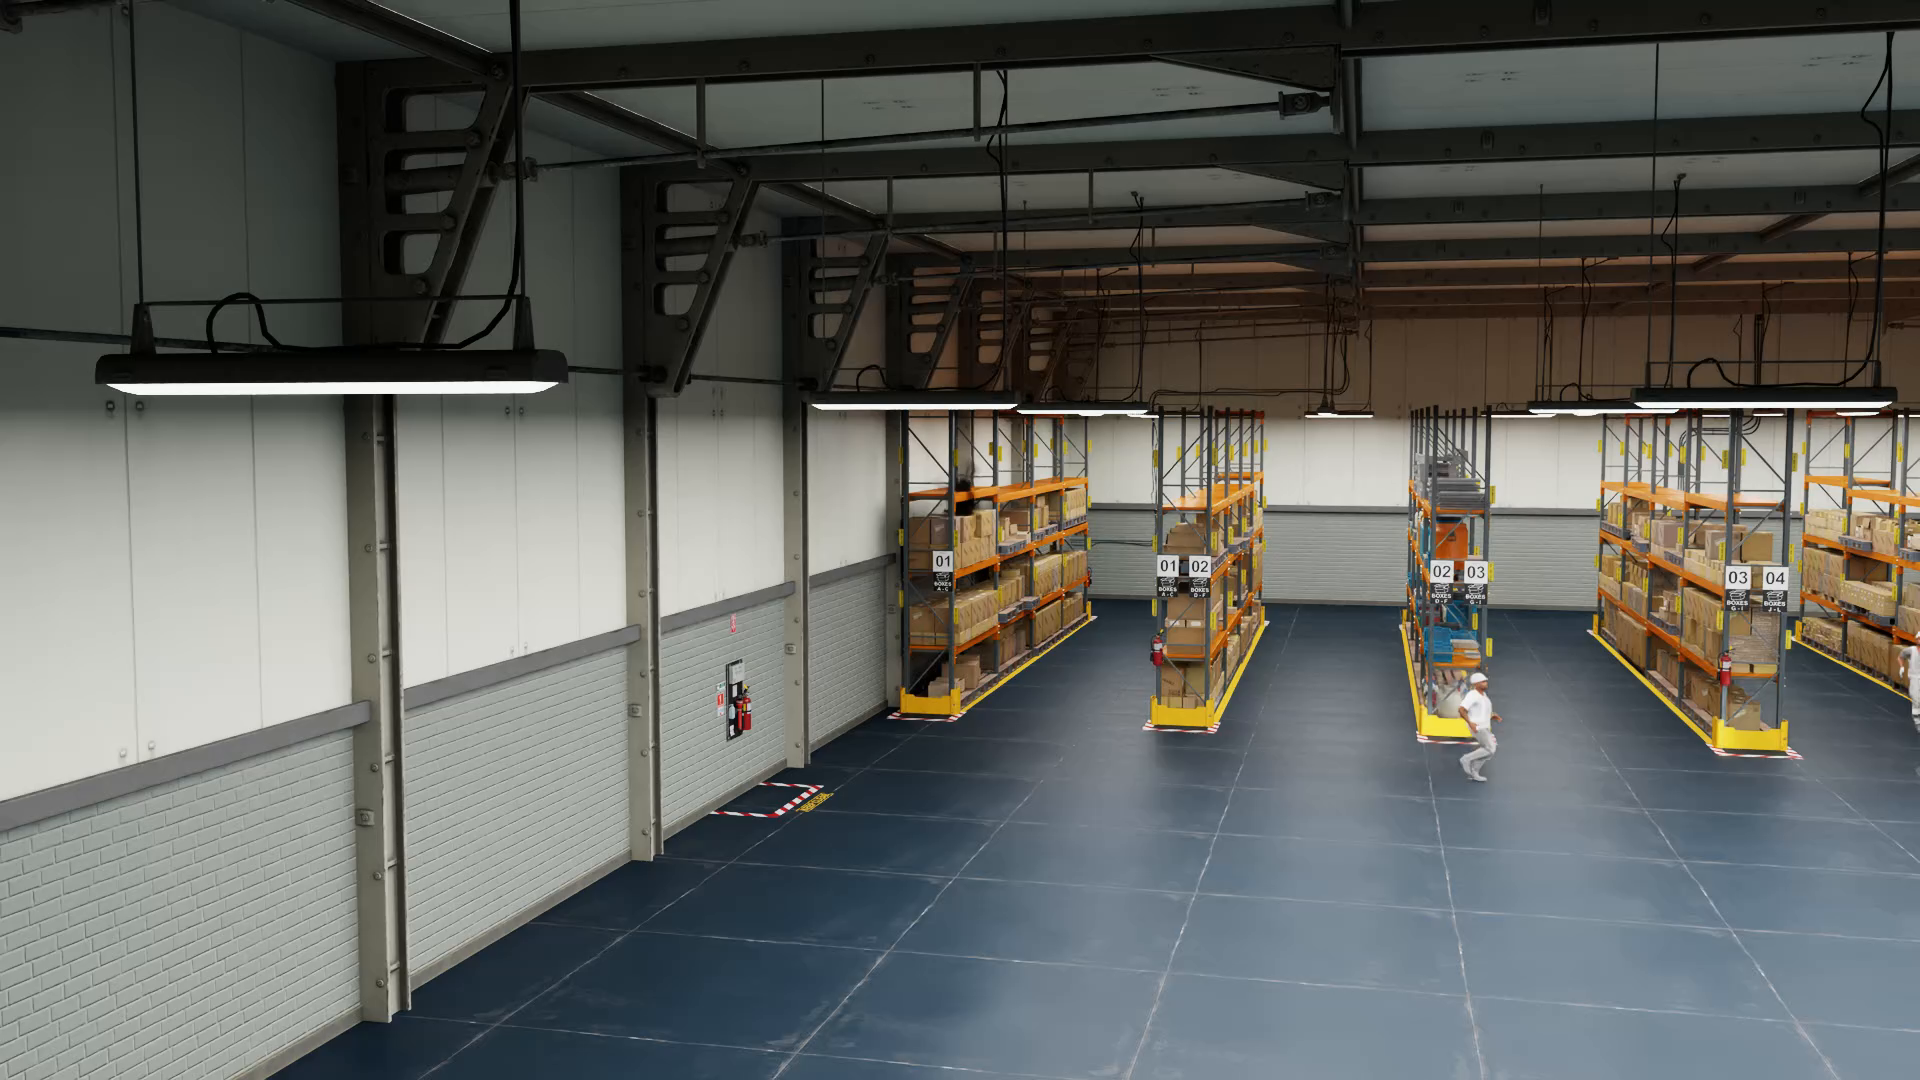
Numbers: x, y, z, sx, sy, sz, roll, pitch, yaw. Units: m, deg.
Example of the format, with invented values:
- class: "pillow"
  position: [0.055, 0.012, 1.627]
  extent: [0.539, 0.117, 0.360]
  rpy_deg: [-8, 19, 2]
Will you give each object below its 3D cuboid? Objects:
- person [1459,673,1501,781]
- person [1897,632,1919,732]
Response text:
- class: "person"
  position: [8.263, 2.969, 26.372]
  extent: [0.576, 1.720, 0.698]
  rpy_deg: [3, 5, 35]
- class: "person"
  position: [17.757, 2.590, 30.763]
  extent: [0.660, 1.787, 0.976]
  rpy_deg: [1, 4, 13]
